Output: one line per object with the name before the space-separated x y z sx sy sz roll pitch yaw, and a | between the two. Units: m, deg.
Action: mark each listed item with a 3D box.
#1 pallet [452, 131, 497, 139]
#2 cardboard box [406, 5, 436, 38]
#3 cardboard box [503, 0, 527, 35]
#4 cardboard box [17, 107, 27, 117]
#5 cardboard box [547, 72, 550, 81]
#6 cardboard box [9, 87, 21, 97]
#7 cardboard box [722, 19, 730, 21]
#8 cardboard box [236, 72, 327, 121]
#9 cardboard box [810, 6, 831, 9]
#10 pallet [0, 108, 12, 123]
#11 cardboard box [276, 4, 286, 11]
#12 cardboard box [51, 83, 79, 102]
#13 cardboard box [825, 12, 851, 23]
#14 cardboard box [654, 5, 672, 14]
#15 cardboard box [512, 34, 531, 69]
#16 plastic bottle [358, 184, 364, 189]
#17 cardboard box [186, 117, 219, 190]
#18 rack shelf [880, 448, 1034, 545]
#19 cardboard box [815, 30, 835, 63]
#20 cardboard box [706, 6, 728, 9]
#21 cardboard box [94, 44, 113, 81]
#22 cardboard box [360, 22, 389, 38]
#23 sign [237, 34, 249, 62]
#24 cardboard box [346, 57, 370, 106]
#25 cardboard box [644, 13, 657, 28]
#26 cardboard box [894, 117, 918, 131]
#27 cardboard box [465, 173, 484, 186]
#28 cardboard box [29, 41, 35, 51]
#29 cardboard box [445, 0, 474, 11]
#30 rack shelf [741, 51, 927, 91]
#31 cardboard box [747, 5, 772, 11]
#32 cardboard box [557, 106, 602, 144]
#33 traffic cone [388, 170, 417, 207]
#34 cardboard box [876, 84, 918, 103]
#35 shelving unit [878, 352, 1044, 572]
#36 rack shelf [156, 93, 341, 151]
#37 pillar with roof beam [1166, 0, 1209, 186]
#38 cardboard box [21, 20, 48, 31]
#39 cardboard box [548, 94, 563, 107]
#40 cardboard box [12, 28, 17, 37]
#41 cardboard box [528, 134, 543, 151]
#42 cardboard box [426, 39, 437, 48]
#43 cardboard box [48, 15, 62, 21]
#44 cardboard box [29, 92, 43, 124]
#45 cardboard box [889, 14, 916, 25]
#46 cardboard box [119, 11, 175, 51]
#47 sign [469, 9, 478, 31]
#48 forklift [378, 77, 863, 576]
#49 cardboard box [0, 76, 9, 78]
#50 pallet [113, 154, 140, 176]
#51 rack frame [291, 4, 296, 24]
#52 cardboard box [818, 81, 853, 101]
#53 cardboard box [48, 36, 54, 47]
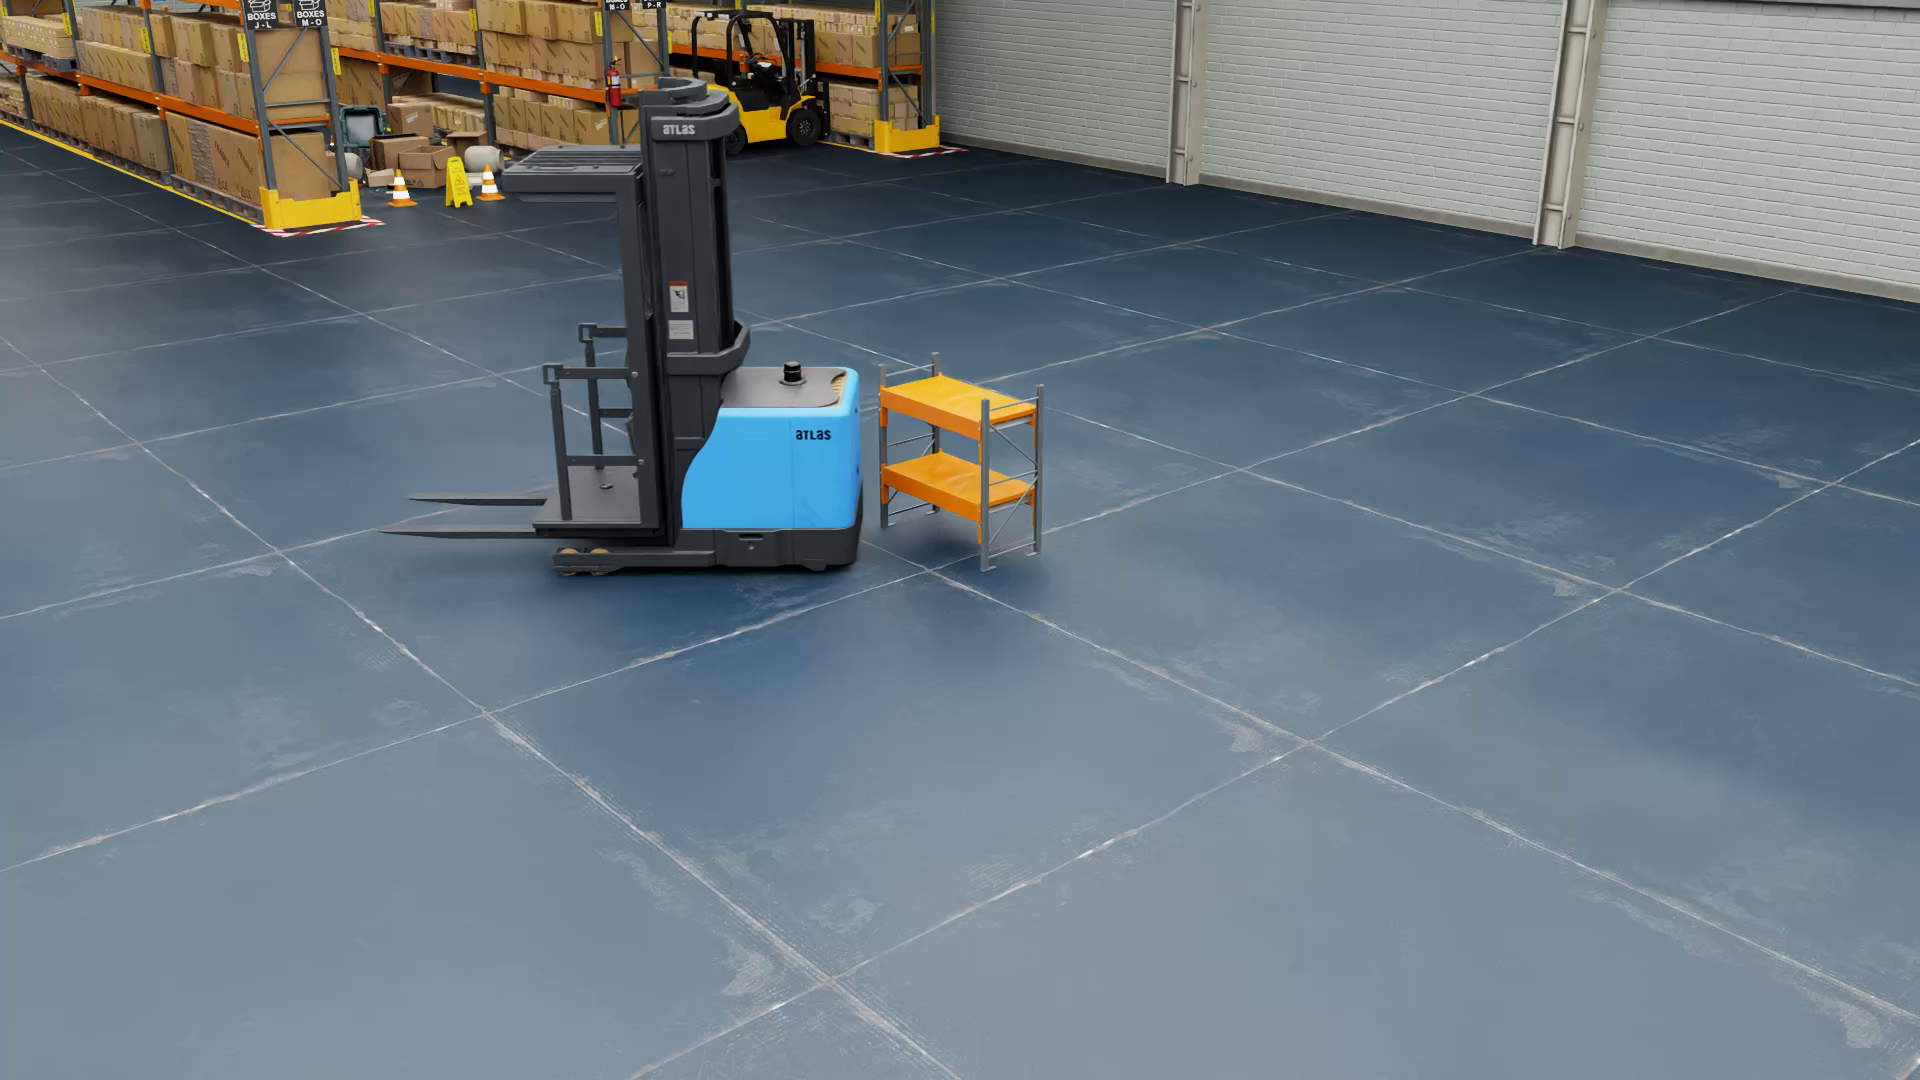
pallet | -7.763 -6.713 27.834 1.003 0.211 1.213 -17 27 -37
cardboard box | -9.049 -8.815 28.258 0.500 0.500 0.500 -17 27 -37
cardboard box | -6.507 -7.983 25.336 0.700 0.500 0.500 -18 28 -39
cardboard box | -16.674 -7.696 29.853 0.380 0.149 0.250 -17 27 -37
cardboard box | -6.032 -7.054 25.225 0.380 0.149 0.250 -17 27 -37
cardboard box | -16.954 -8.110 30.095 0.380 0.149 0.250 -18 28 -38
cardboard box | -4.069 -9.436 29.937 0.380 0.149 0.250 -18 28 -38
cardboard box | -8.604 -5.647 21.082 0.875 0.550 0.550 -17 27 -37
cardboard box | -2.379 -9.170 28.850 0.380 0.149 0.250 -18 28 -38
pallet | -17.426 -8.017 31.162 1.003 0.211 1.213 -17 27 -37
cardboard box | -12.993 -10.584 32.385 0.500 0.500 0.500 -18 28 -38
cardboard box | -14.852 -7.484 27.802 0.500 0.250 0.500 -17 27 -36
cardboard box | -2.015 -8.669 27.569 0.380 0.149 0.250 -17 27 -36
cardboard box | -5.580 -10.067 31.548 0.380 0.149 0.250 -17 27 -37
cardboard box | -6.515 -7.519 25.523 0.500 0.500 0.500 -18 28 -38
plastic bottle | -8.685 -5.063 23.828 0.133 0.061 0.283 12 24 27
cardboard box | -9.989 -5.358 22.888 0.875 0.875 0.875 -17 27 -37
rack shelf | -0.004 -0.298 10.873 0.538 0.278 1.000 -17 27 -37
cardboard box | -2.072 -8.281 27.877 0.500 0.500 0.500 -18 28 -38
cardboard box | -4.523 -9.908 31.142 0.380 0.149 0.250 -17 27 -37
cardboard box | -12.798 -7.274 25.307 0.500 0.500 0.500 -17 27 -37
cardboard box | -10.374 -9.138 29.722 0.500 0.250 0.500 -18 27 -38
sign | -8.747 -6.009 20.301 0.100 0.325 0.005 -17 27 -37
cardboard box | -10.832 -8.566 31.079 0.875 0.875 0.875 -17 27 -37
cardboard box | -5.677 -9.928 31.739 0.500 0.250 0.500 -16 27 -36
cardboard box | -1.057 -6.972 27.865 0.500 0.250 0.500 -17 27 -37
cardboard box | -7.028 -5.245 24.172 0.380 0.149 0.250 -4 22 -10
cardboard box | -15.233 -8.231 27.655 0.380 0.149 0.250 -19 28 -40
cardboard box | -8.186 -8.740 27.176 0.380 0.149 0.250 -18 28 -39
rack shelf | -2.190 -8.092 28.517 1.077 0.370 4.000 -17 27 -37
cardboard box | -3.513 -9.308 29.201 0.380 0.149 0.250 -17 27 -36
cardboard box | -5.707 -6.259 25.016 0.500 0.500 0.500 -16 27 -36
traffic cone | -7.598 -4.789 22.576 0.336 0.463 0.334 -17 27 -37
cardboard box | -1.055 -7.433 27.671 0.500 0.250 0.500 -18 28 -38
shelving unit | -0.004 -0.526 10.784 0.538 1.125 1.048 -17 27 -37
rack shelf | -9.632 -5.703 22.417 1.077 0.370 4.000 -17 27 -37
pillar with roof beam | -0.002 -8.392 20.071 9.100 9.000 0.400 -17 27 -37
cardboard box | -15.407 -8.581 27.732 0.380 0.149 0.250 -16 27 -36
cardboard box | -5.986 -6.646 25.116 0.380 0.149 0.250 -16 27 -35
cardboard box | -15.912 -8.657 28.334 0.380 0.149 0.250 -17 27 -36
cardboard box | -6.368 -6.194 25.879 0.500 0.250 0.500 -18 28 -38
cardboard box | -8.775 -8.388 28.056 0.380 0.149 0.250 -16 27 -36
cardboard box | -15.574 -9.018 28.847 0.380 0.149 0.250 -18 28 -39
cardboard box | -15.879 -7.565 29.037 0.500 0.500 0.500 -16 27 -35
cardboard box | -0.942 -8.505 27.151 0.380 0.149 0.250 -18 28 -38
cardboard box | -11.933 -7.520 24.561 0.700 0.500 0.500 -17 27 -37
sign | -7.672 -8.203 26.226 0.100 0.325 0.005 -17 27 -37
forklift | -2.171 -1.334 10.372 3.031 2.935 1.130 0 21 0
cardboard box | -18.415 -8.778 31.799 0.380 0.149 0.250 -17 27 -36
pallet | -12.299 -5.824 25.565 1.003 0.211 1.213 -17 27 -37
rack frame | -12.476 -10.007 32.420 1.000 3.000 0.127 -17 27 -37
cardboard box | -2.097 -7.585 28.059 0.500 0.250 0.500 -17 27 -37
cardboard box | -14.392 -8.014 26.693 0.380 0.149 0.250 -16 27 -35
